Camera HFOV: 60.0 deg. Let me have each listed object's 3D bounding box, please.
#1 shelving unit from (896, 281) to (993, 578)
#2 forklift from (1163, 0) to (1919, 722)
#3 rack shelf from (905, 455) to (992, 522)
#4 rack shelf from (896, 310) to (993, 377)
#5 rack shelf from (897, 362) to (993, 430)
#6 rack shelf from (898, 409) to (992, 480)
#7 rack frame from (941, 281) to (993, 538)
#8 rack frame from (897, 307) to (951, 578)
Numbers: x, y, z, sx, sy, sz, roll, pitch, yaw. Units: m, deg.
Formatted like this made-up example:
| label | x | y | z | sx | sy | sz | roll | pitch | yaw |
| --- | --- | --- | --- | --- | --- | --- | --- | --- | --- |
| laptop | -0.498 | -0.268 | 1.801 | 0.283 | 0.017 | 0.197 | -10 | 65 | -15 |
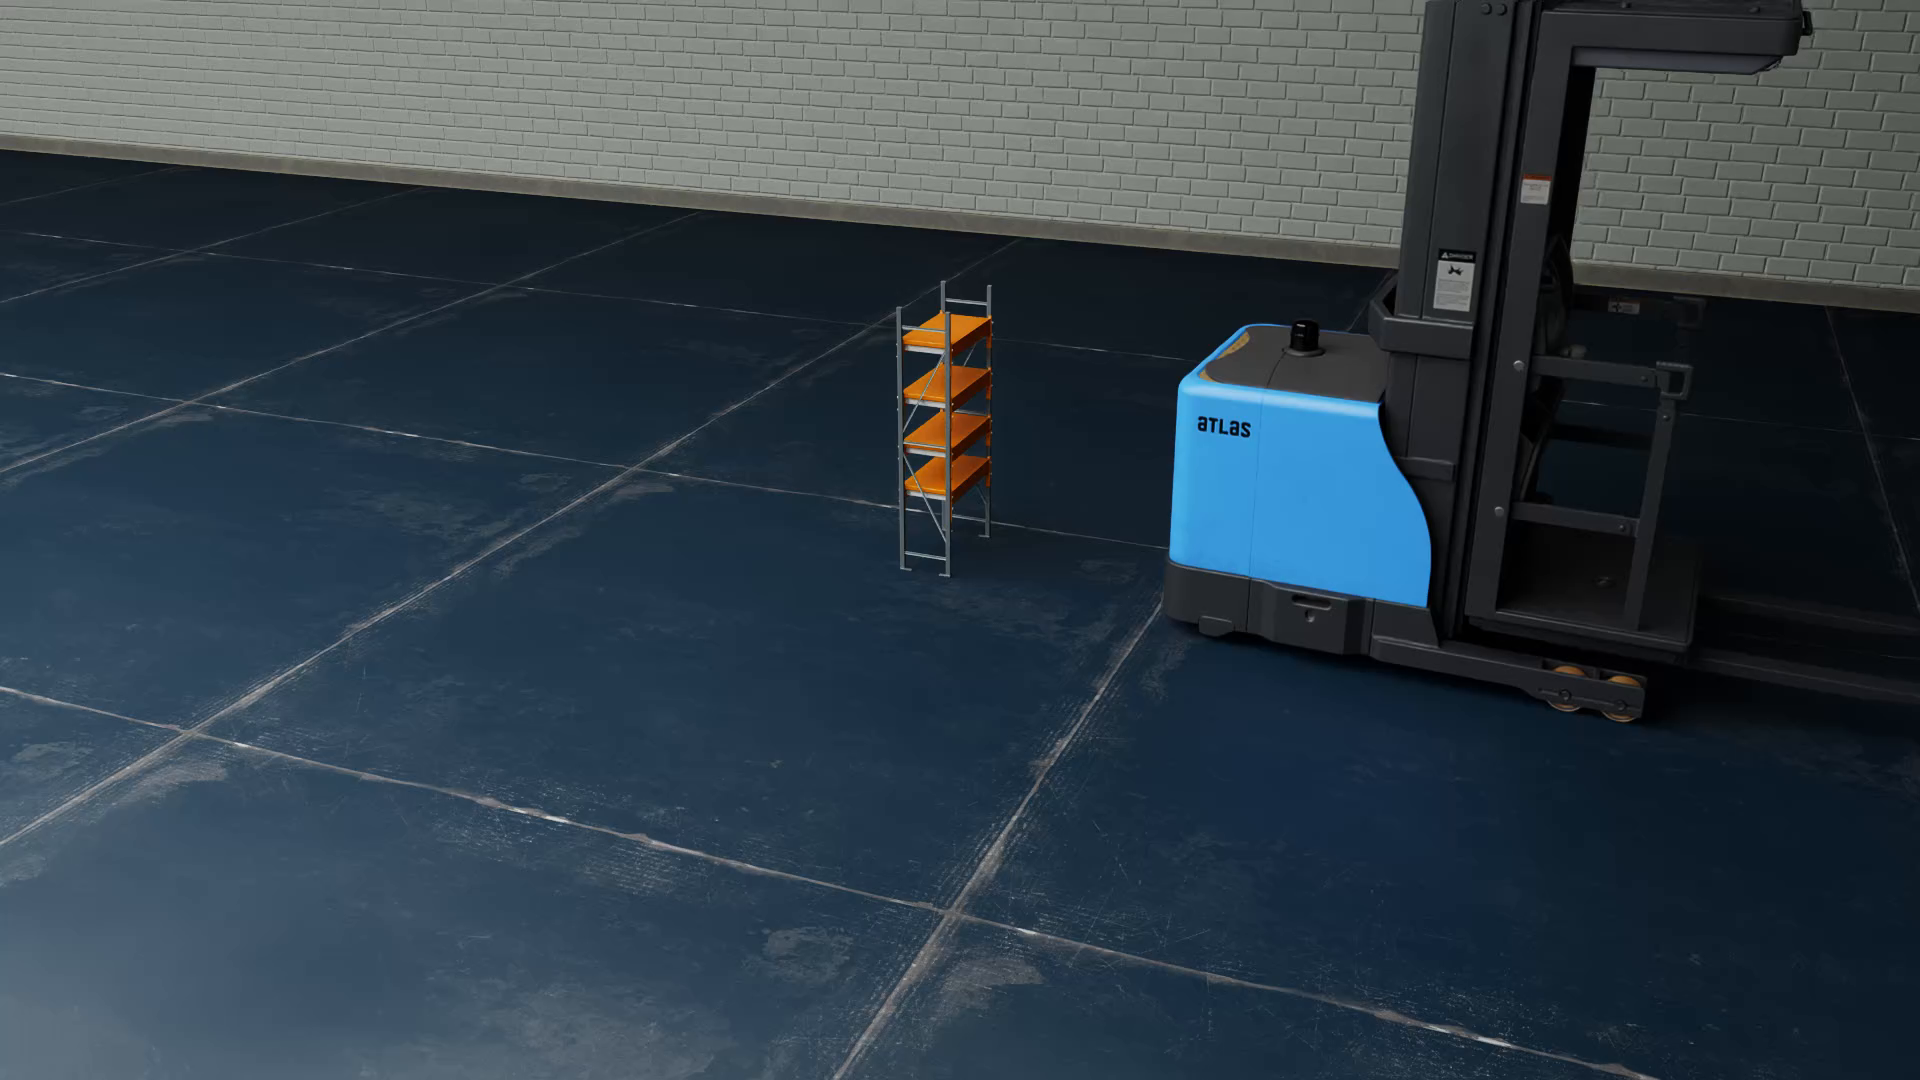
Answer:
| label | x | y | z | sx | sy | sz | roll | pitch | yaw |
| --- | --- | --- | --- | --- | --- | --- | --- | --- | --- |
| shelving unit | -0.061 | -0.494 | 7.377 | 0.258 | 1.200 | 0.503 | 9 | 24 | 20 |
| forklift | 2.399 | -0.914 | 6.134 | 3.031 | 2.935 | 1.130 | 10 | 25 | 23 |
| rack shelf | -0.061 | -0.249 | 7.479 | 0.258 | 0.148 | 0.480 | 9 | 24 | 20 |
| rack shelf | -0.062 | -0.857 | 7.225 | 0.258 | 0.148 | 0.480 | 9 | 24 | 20 |
| rack shelf | -0.061 | -0.639 | 7.317 | 0.258 | 0.148 | 0.480 | 9 | 24 | 20 |
| rack shelf | -0.061 | -0.432 | 7.403 | 0.258 | 0.148 | 0.480 | 9 | 24 | 20 |
| rack frame | 0.029 | -0.582 | 7.586 | 0.240 | 1.200 | 0.015 | 9 | 24 | 20 |
| rack frame | -0.152 | -0.407 | 7.168 | 0.240 | 1.200 | 0.015 | 9 | 24 | 20 |
